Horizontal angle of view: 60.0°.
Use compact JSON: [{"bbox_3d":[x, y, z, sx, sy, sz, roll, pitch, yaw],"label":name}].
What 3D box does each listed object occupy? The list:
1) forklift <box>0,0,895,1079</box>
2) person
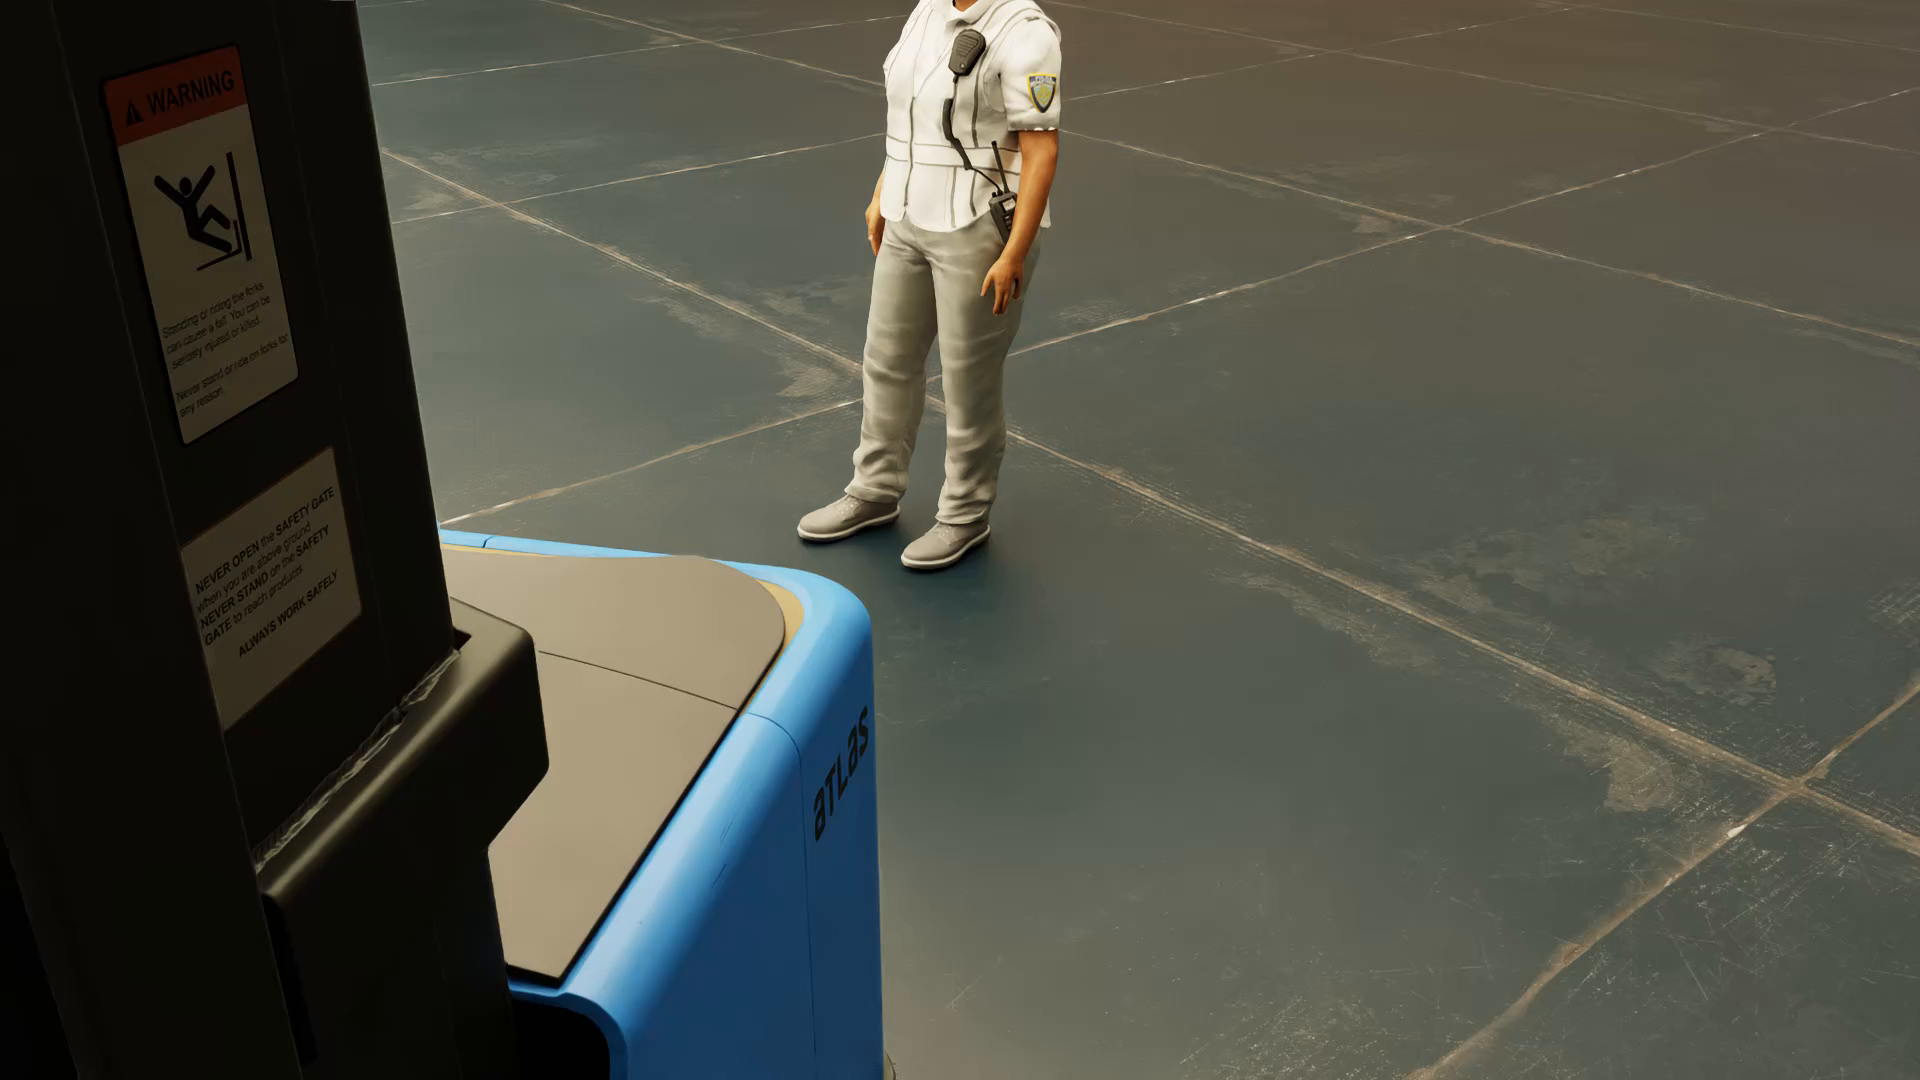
[{"bbox_3d":[-0.928,0.276,0.645,1.130,2.935,3.031,6,27,12],"label":"forklift"},{"bbox_3d":[-0.073,-0.740,4.099,0.529,1.670,0.598,-20,33,-35],"label":"person"}]
